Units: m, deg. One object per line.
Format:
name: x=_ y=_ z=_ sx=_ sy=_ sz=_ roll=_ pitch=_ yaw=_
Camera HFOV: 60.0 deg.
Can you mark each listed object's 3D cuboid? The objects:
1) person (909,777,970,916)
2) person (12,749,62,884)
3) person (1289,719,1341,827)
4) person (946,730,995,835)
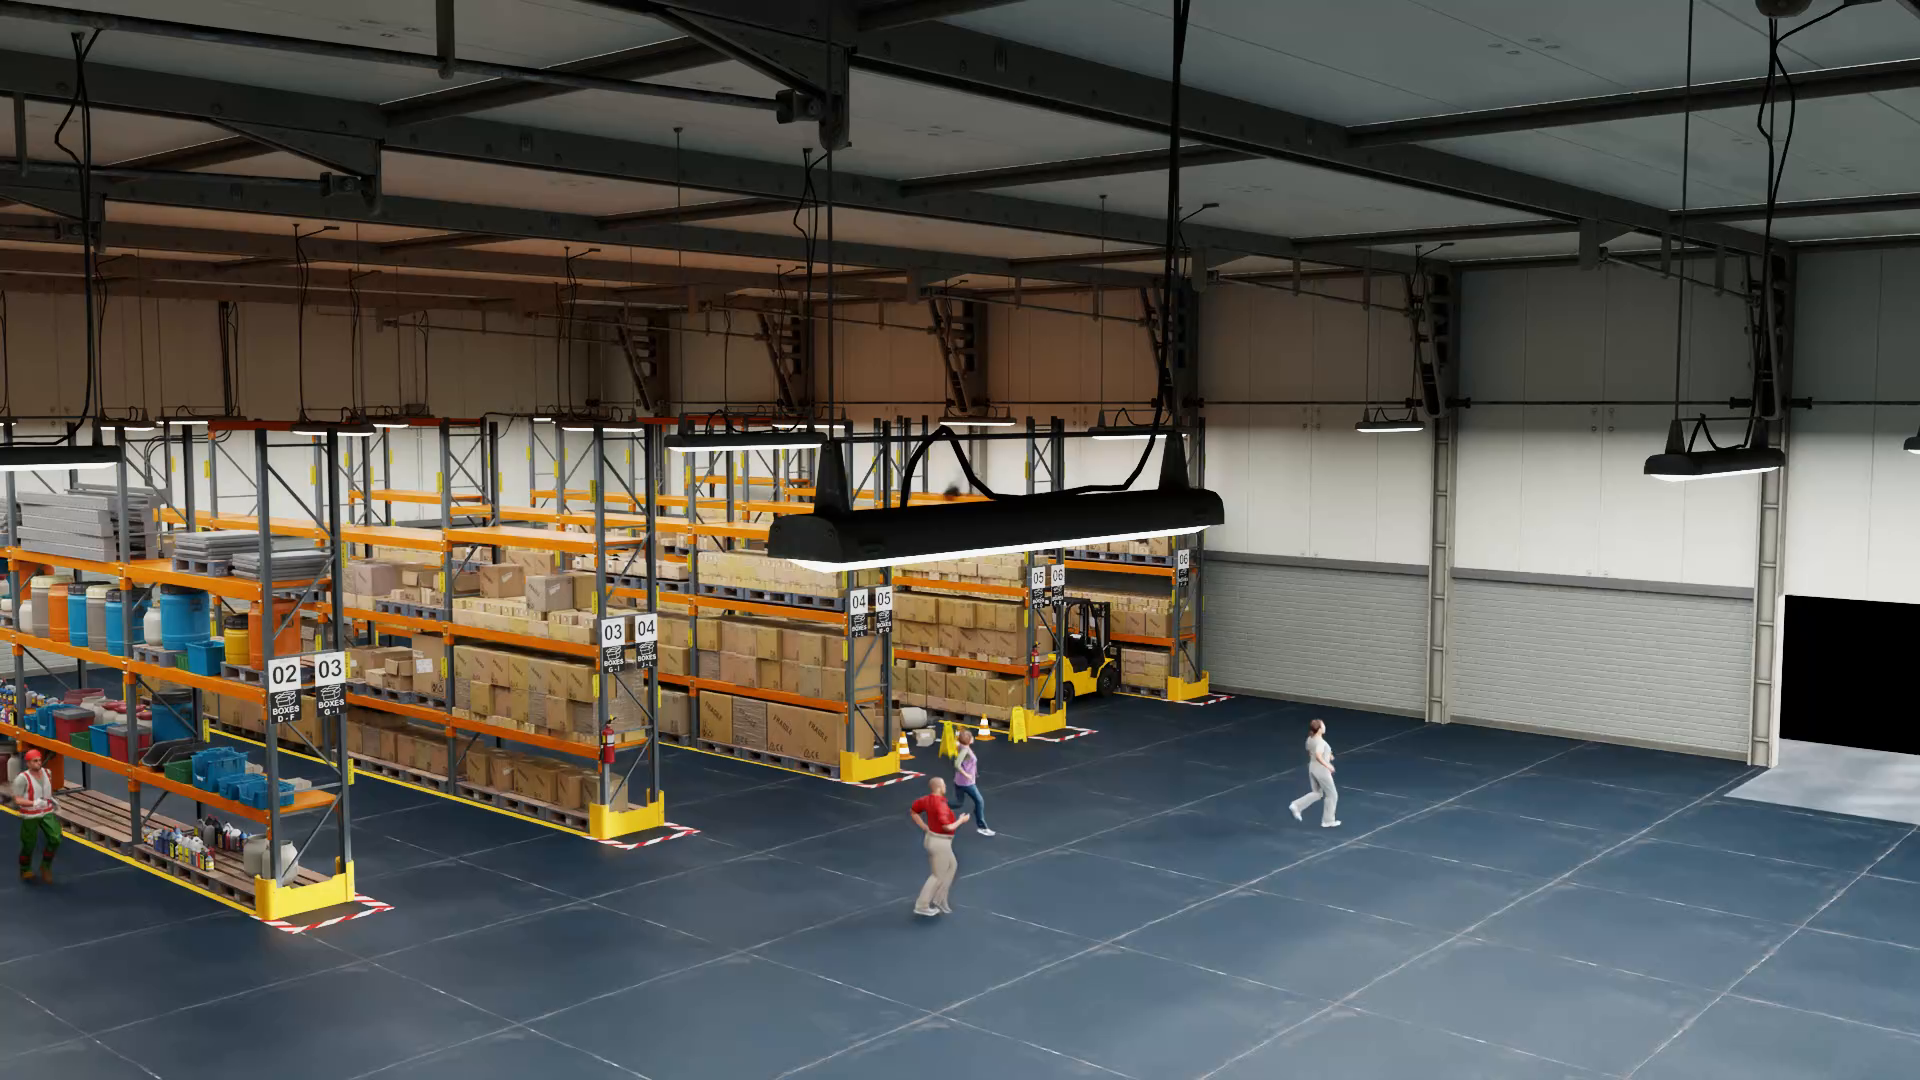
person: x=-0.244 y=3.821 z=20.430 sx=0.727 sy=1.710 sz=0.640 roll=-2 pitch=5 yaw=-21
person: x=-12.084 y=3.628 z=21.810 sx=0.805 sy=1.796 sz=0.643 roll=3 pitch=6 yaw=34
person: x=5.301 y=3.467 z=24.681 sx=0.802 sy=1.624 sz=0.575 roll=-1 pitch=5 yaw=-15
person: x=0.033 y=3.550 z=24.231 sx=0.975 sy=1.584 sz=0.512 roll=-1 pitch=5 yaw=-17
